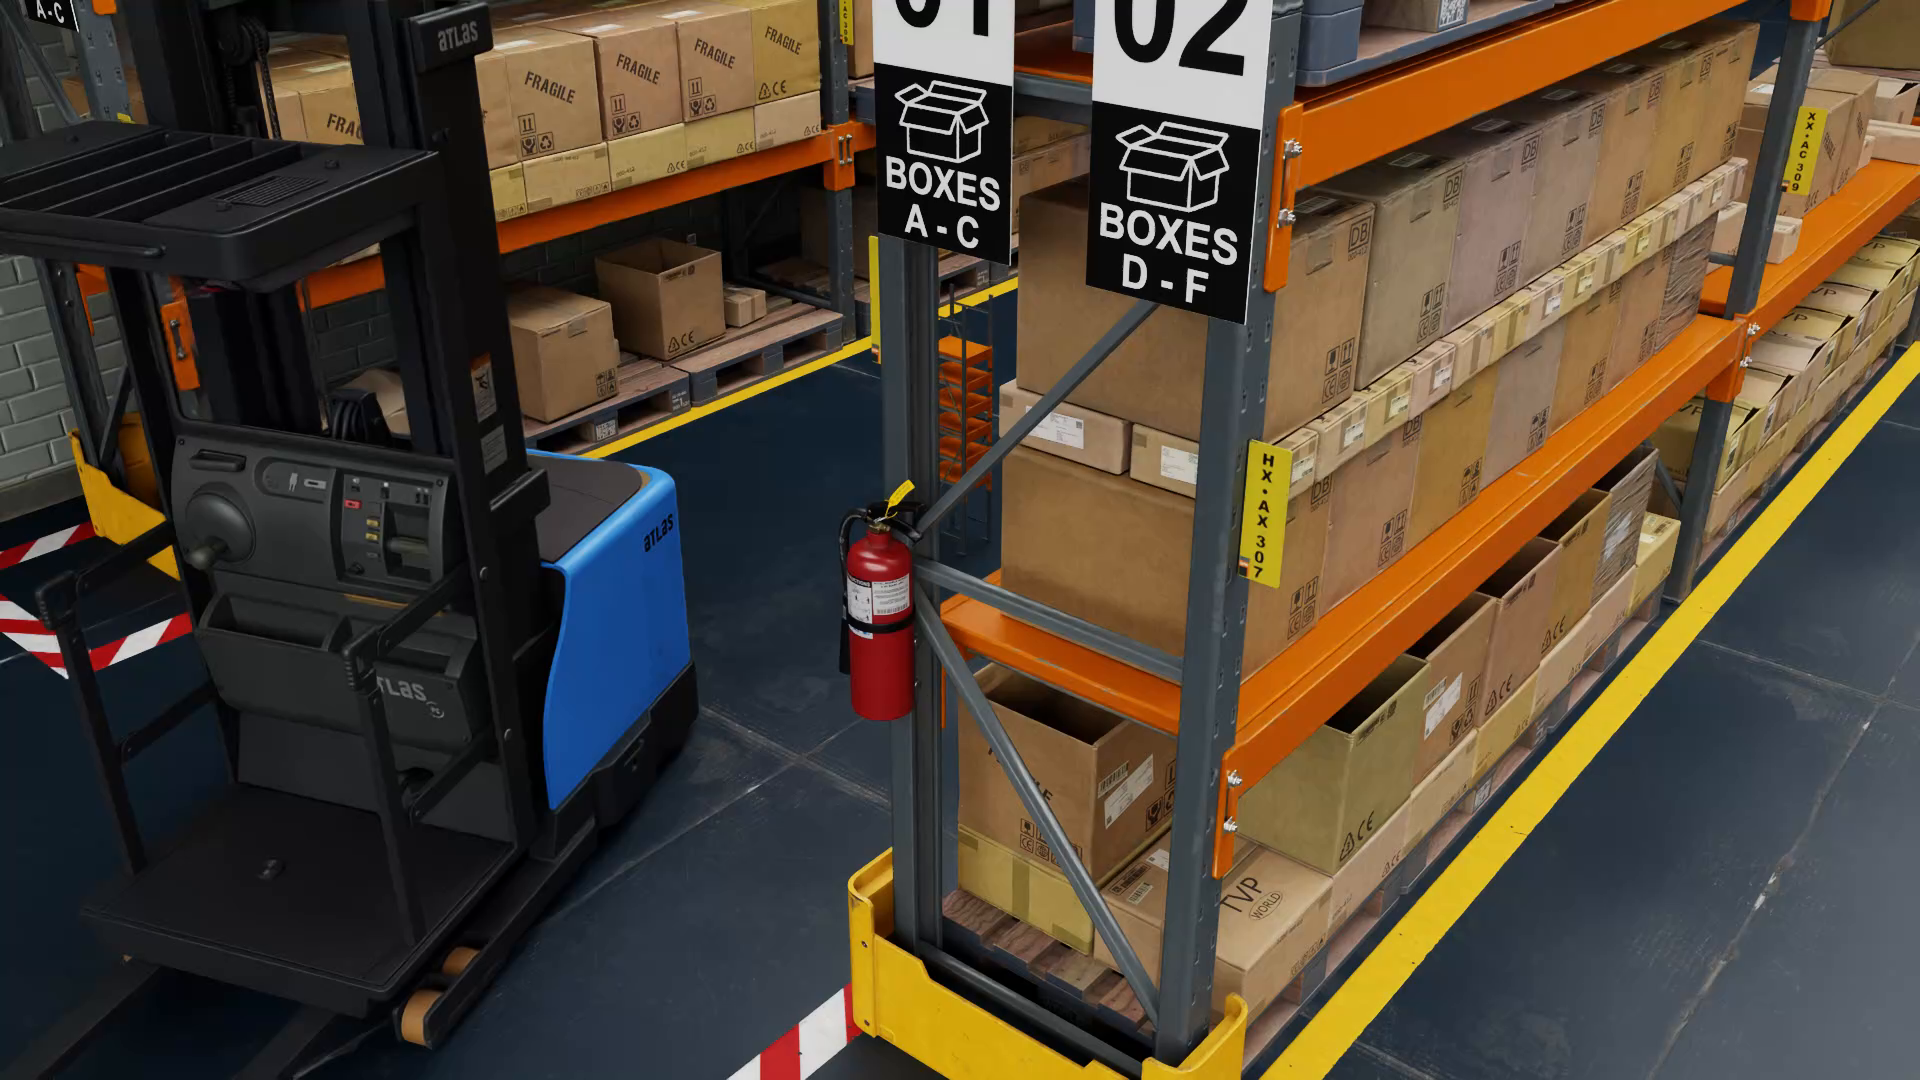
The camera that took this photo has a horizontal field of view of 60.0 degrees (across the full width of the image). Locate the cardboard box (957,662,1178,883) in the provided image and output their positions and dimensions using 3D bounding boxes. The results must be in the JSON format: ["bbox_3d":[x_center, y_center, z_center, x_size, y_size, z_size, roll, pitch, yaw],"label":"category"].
[{"bbox_3d":[0.339,0.626,4.994,0.500,0.500,0.500,21,34,34],"label":"cardboard box"}]

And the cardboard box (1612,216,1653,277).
[{"bbox_3d":[2.116,-1.030,5.661,0.380,0.149,0.250,21,34,34],"label":"cardboard box"}]

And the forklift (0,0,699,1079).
[{"bbox_3d":[-1.942,-0.027,4.612,1.130,2.935,3.031,9,29,16],"label":"forklift"}]

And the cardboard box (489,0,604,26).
[{"bbox_3d":[-2.166,-2.475,8.596,0.500,0.500,0.500,22,34,36],"label":"cardboard box"}]

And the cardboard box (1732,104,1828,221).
[{"bbox_3d":[3.608,-1.715,7.692,0.500,0.500,0.500,24,36,38],"label":"cardboard box"}]

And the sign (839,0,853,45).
[{"bbox_3d":[-0.629,-2.892,9.133,0.100,0.325,0.005,21,34,34],"label":"sign"}]

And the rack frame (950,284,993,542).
[{"bbox_3d":[0.049,-0.560,7.527,0.240,1.200,0.006,21,34,34],"label":"rack frame"}]

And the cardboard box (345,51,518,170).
[{"bbox_3d":[-2.406,-1.955,7.590,0.500,0.500,0.500,19,33,33],"label":"cardboard box"}]

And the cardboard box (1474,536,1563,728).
[{"bbox_3d":[1.697,0.247,5.727,0.500,0.500,0.500,21,34,34],"label":"cardboard box"}]

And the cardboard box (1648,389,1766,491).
[{"bbox_3d":[3.227,-0.505,7.386,0.500,0.311,0.500,21,34,35],"label":"cardboard box"}]

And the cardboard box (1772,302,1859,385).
[{"bbox_3d":[4.204,-1.050,8.440,0.500,0.311,0.500,22,34,36],"label":"cardboard box"}]

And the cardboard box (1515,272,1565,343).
[{"bbox_3d":[1.622,-0.752,5.124,0.380,0.149,0.250,21,34,35],"label":"cardboard box"}]

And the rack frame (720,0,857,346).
[{"bbox_3d":[-1.053,-2.663,9.633,1.000,3.000,0.127,21,34,34],"label":"rack frame"}]

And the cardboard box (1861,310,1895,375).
[{"bbox_3d":[4.845,-1.158,9.260,0.500,0.250,0.500,20,34,34],"label":"cardboard box"}]

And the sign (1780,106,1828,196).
[{"bbox_3d":[3.201,-1.475,6.307,0.100,0.325,0.005,21,34,34],"label":"sign"}]

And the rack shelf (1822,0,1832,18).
[{"bbox_3d":[4.044,-2.938,7.684,1.077,0.370,4.000,21,34,34],"label":"rack shelf"}]

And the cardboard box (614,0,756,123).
[{"bbox_3d":[-1.428,-2.502,8.647,0.500,0.500,0.500,21,34,34],"label":"cardboard box"}]

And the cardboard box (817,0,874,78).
[{"bbox_3d":[-0.703,-3.073,9.839,0.700,0.500,0.500,21,34,35],"label":"cardboard box"}]

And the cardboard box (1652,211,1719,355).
[{"bbox_3d":[2.495,-1.102,6.506,0.700,0.500,0.500,20,33,33],"label":"cardboard box"}]

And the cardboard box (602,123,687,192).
[{"bbox_3d":[-1.751,-1.992,8.477,0.500,0.250,0.500,21,34,34],"label":"cardboard box"}]

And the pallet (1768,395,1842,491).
[{"bbox_3d":[3.987,-0.685,8.845,1.003,0.211,1.213,21,34,34],"label":"pallet"}]

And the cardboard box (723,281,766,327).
[{"bbox_3d":[-1.370,-1.402,9.799,0.380,0.166,0.250,16,31,28],"label":"cardboard box"}]

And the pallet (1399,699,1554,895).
[{"bbox_3d":[1.458,0.726,6.117,1.003,0.211,1.213,21,34,34],"label":"pallet"}]

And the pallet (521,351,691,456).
[{"bbox_3d":[-2.228,-0.742,8.954,1.003,0.211,1.213,21,34,34],"label":"pallet"}]

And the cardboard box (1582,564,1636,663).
[{"bbox_3d":[2.320,0.221,6.594,0.500,0.250,0.500,21,34,34],"label":"cardboard box"}]

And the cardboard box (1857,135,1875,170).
[{"bbox_3d":[4.549,-2.055,8.730,0.380,0.149,0.250,24,36,38],"label":"cardboard box"}]

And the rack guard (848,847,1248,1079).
[{"bbox_3d":[0.213,1.320,4.654,1.175,0.500,0.348,21,34,34],"label":"rack guard"}]

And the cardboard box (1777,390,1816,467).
[{"bbox_3d":[3.873,-0.618,8.215,0.500,0.250,0.500,20,33,33],"label":"cardboard box"}]

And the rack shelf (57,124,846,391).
[{"bbox_3d":[-2.325,-1.634,8.428,1.077,0.370,4.000,21,34,34],"label":"rack shelf"}]

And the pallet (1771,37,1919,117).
[{"bbox_3d":[5.693,-2.810,10.127,1.213,0.211,1.003,21,34,34],"label":"pallet"}]

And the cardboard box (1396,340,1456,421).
[{"bbox_3d":[1.132,-0.478,4.595,0.380,0.149,0.250,20,34,34],"label":"cardboard box"}]

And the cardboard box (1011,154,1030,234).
[{"bbox_3d":[0.048,-2.381,11.330,0.700,0.500,0.500,21,34,35],"label":"cardboard box"}]

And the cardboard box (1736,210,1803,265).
[{"bbox_3d":[3.494,-1.359,7.387,0.380,0.149,0.250,21,34,34],"label":"cardboard box"}]

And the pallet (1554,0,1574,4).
[{"bbox_3d":[1.473,-1.769,4.737,1.003,0.211,1.213,21,34,34],"label":"pallet"}]

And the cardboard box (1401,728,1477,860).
[{"bbox_3d":[1.374,0.756,5.560,0.500,0.250,0.500,21,34,34],"label":"cardboard box"}]

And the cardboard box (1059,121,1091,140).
[{"bbox_3d":[0.663,-3.045,11.797,0.500,0.250,0.500,21,34,35],"label":"cardboard box"}]

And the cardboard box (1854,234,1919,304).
[{"bbox_3d":[5.173,-1.591,9.487,0.500,0.311,0.500,22,34,36],"label":"cardboard box"}]

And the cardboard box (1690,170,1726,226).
[{"bbox_3d":[2.606,-1.303,6.189,0.380,0.149,0.250,20,33,33],"label":"cardboard box"}]

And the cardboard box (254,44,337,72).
[{"bbox_3d":[-3.133,-1.925,7.532,0.500,0.500,0.500,21,34,35],"label":"cardboard box"}]

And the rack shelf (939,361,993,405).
[{"bbox_3d":[-0.009,-0.701,7.375,0.258,0.103,0.180,21,34,34],"label":"rack shelf"}]

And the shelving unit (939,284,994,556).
[{"bbox_3d":[-0.009,-0.528,7.464,0.258,1.200,0.189,21,34,34],"label":"shelving unit"}]

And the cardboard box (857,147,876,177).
[{"bbox_3d":[-0.320,-2.504,10.752,0.500,0.250,0.500,20,33,33],"label":"cardboard box"}]

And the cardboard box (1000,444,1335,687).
[{"bbox_3d":[0.535,-0.005,4.385,0.700,0.500,0.500,21,34,34],"label":"cardboard box"}]

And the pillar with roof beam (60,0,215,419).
[{"bbox_3d":[-0.497,-3.152,4.050,9.100,9.000,0.400,21,34,34],"label":"pillar with roof beam"}]

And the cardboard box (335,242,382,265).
[{"bbox_3d":[-2.722,-1.456,7.441,0.500,0.250,0.500,20,33,33],"label":"cardboard box"}]

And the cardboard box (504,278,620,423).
[{"bbox_3d":[-2.219,-0.997,8.654,0.700,0.500,0.500,18,33,31],"label":"cardboard box"}]

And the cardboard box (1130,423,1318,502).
[{"bbox_3d":[0.644,-0.207,4.071,0.380,0.149,0.250,20,34,34],"label":"cardboard box"}]

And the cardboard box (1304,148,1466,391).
[{"bbox_3d":[0.899,-0.788,4.487,0.700,0.500,0.500,20,33,33],"label":"cardboard box"}]

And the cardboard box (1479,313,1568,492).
[{"bbox_3d":[1.517,-0.554,5.448,0.700,0.500,0.500,22,35,36],"label":"cardboard box"}]

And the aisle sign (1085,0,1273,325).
[{"bbox_3d":[0.423,-0.840,3.280,0.394,0.787,0.004,21,34,34],"label":"aisle sign"}]

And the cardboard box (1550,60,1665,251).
[{"bbox_3d":[1.855,-1.321,5.518,0.700,0.500,0.500,21,34,34],"label":"cardboard box"}]

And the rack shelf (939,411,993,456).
[{"bbox_3d":[-0.009,-0.488,7.485,0.258,0.103,0.180,21,34,34],"label":"rack shelf"}]

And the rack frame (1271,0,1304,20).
[{"bbox_3d":[0.228,-2.463,2.717,1.000,3.000,0.127,21,34,34],"label":"rack frame"}]
